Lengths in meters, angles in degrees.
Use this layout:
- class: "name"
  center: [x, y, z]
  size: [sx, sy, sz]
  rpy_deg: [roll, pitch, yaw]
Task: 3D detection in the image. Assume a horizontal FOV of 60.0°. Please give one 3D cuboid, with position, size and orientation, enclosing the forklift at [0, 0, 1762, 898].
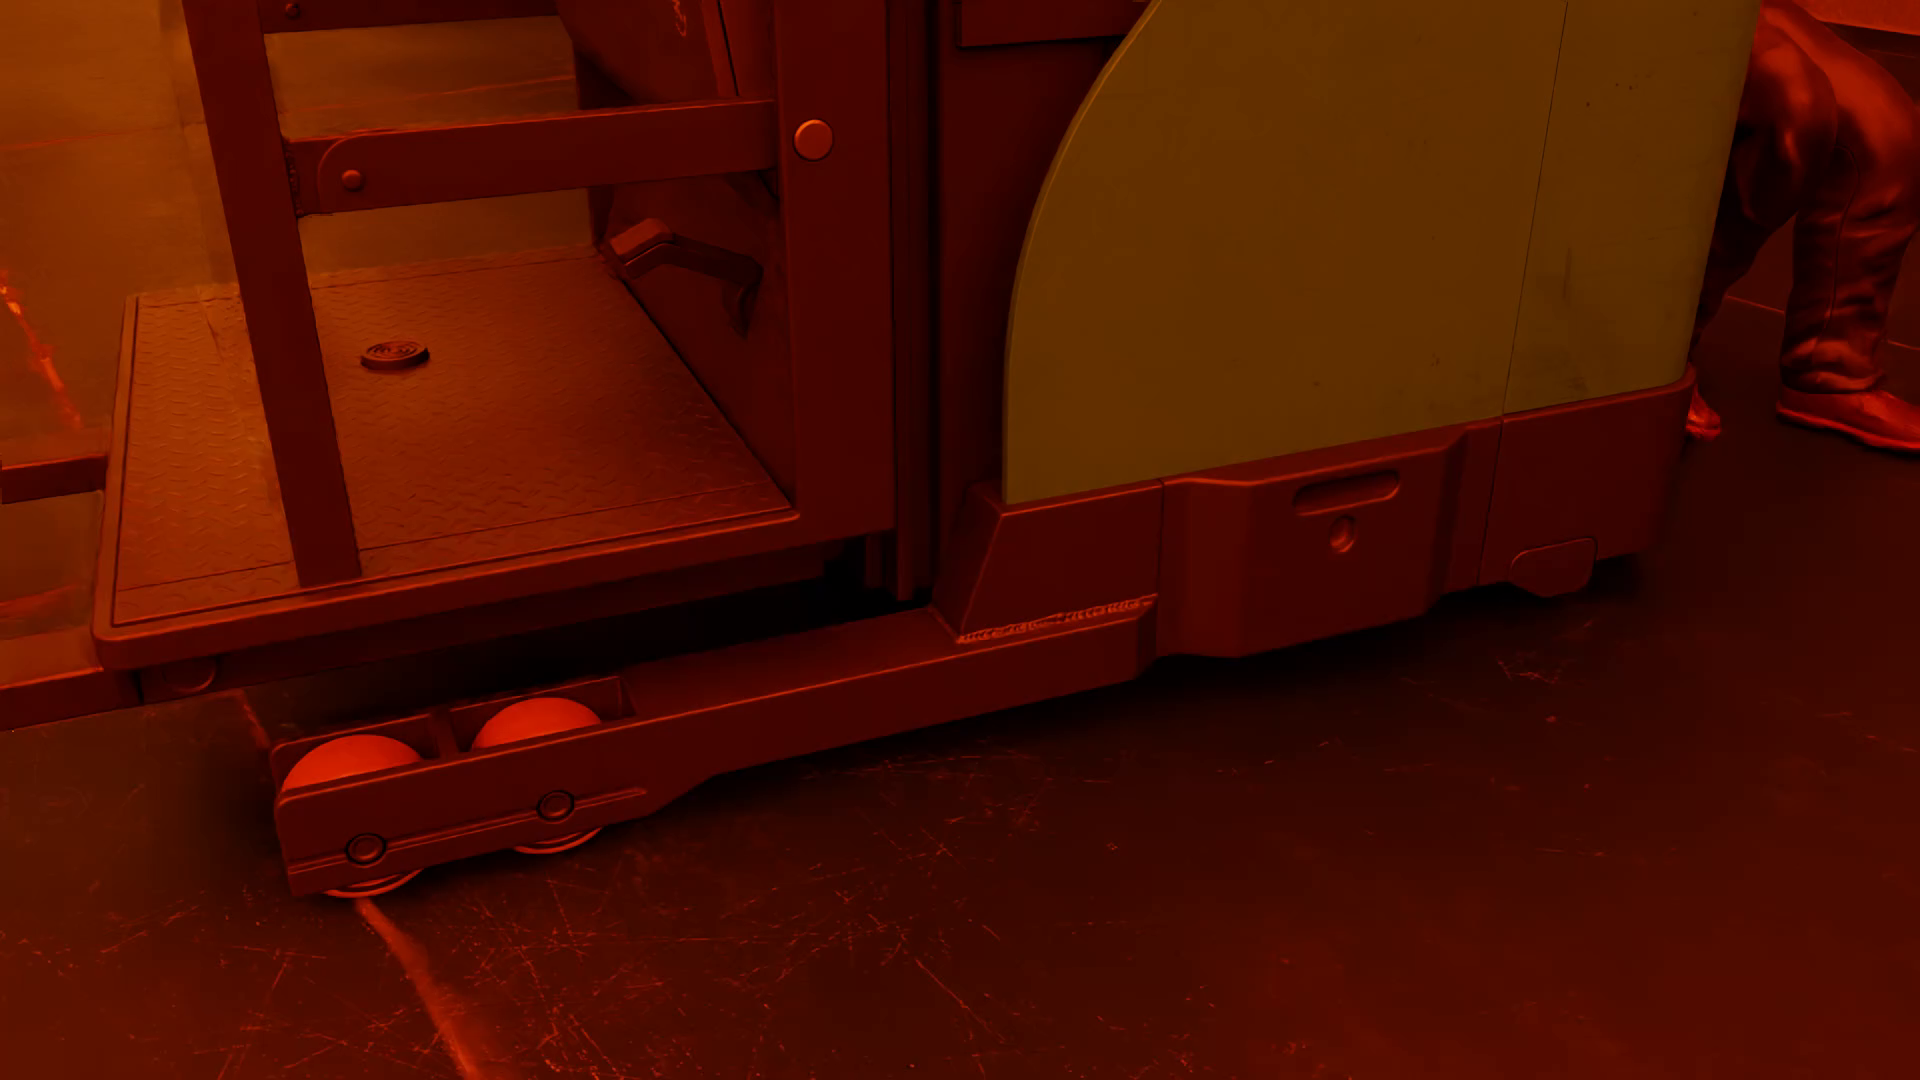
- class: "forklift"
  center: [-0.562, -1.203, 1.630]
  size: [3.031, 2.935, 1.130]
  rpy_deg: [-11, 29, -20]

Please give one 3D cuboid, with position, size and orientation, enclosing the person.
- class: "person"
  center: [1.286, -0.865, 2.632]
  size: [0.933, 1.415, 0.797]
  rpy_deg: [-18, 32, -32]
